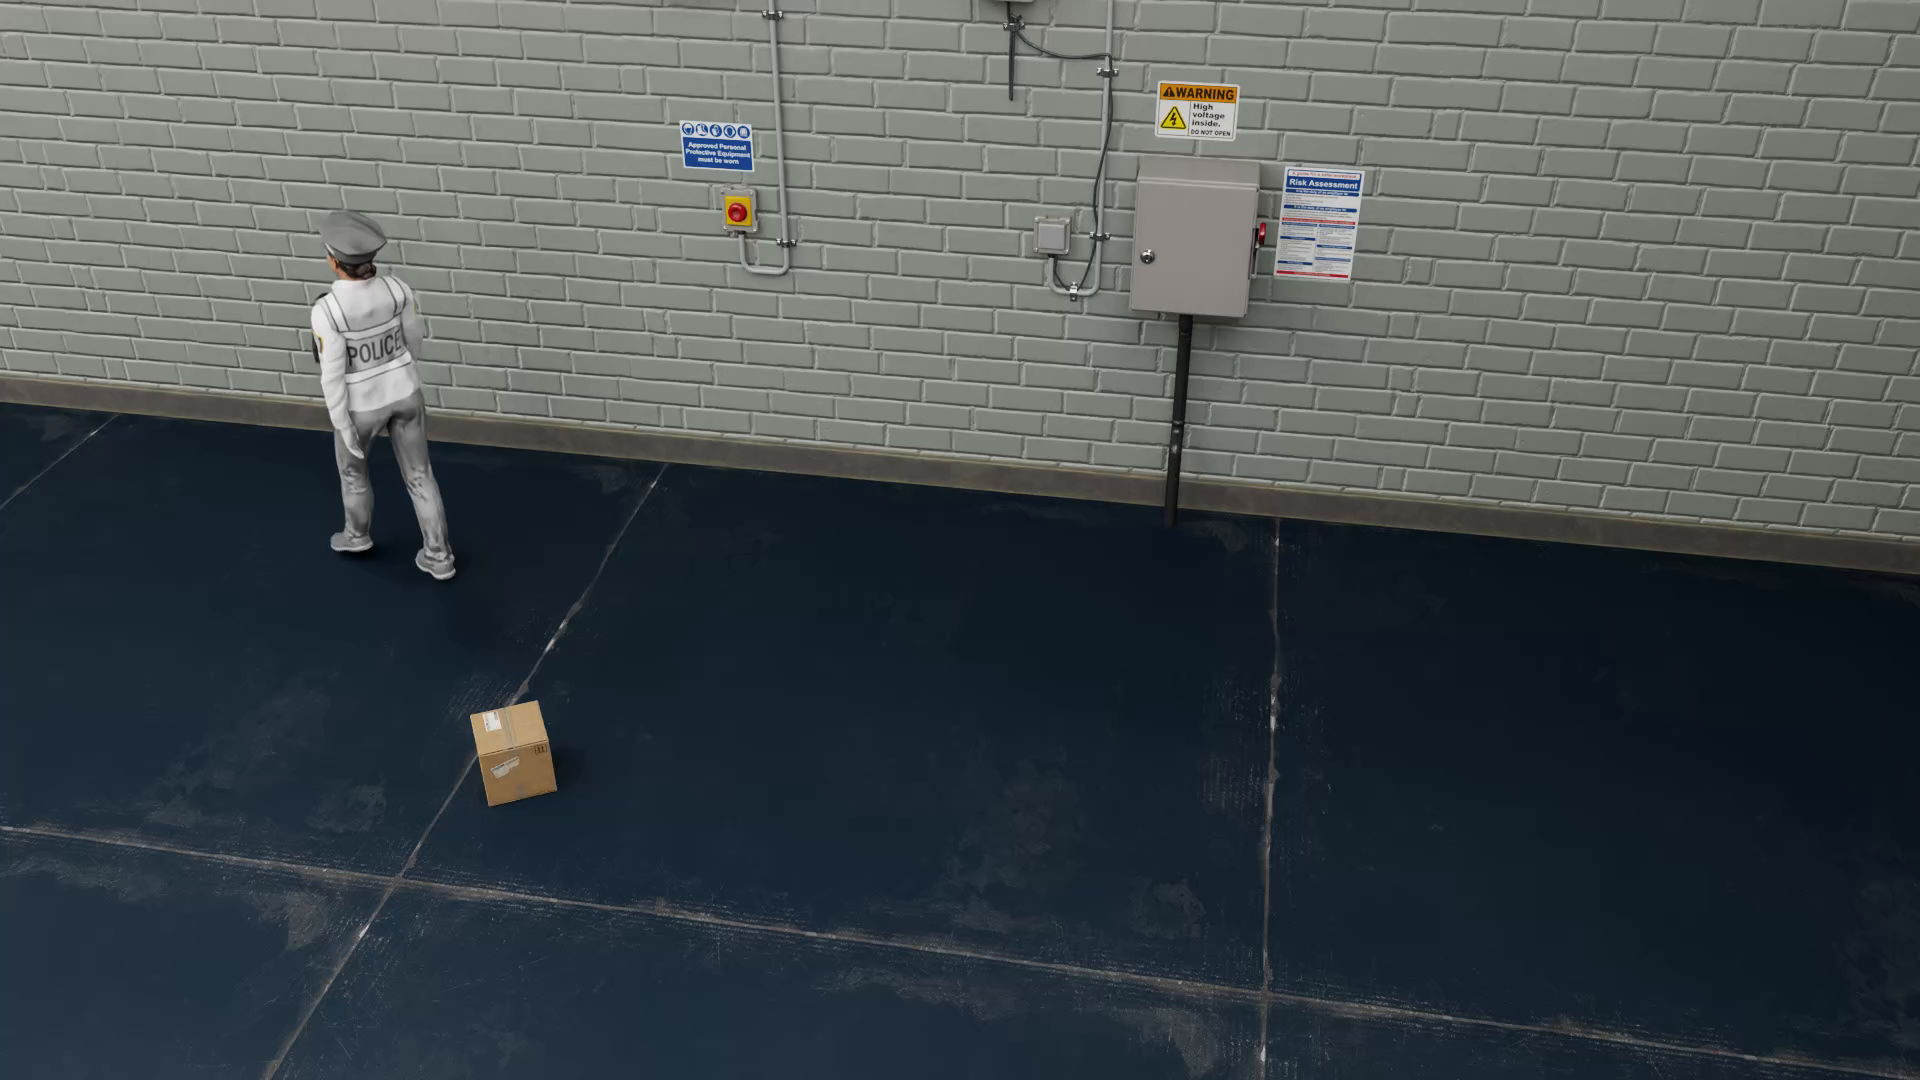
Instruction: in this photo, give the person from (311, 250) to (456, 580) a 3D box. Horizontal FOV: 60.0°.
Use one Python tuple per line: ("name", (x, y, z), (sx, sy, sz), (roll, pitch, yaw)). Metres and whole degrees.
("person", (-2.521, -0.612, 7.094), (0.498, 1.659, 0.709), (-24, 40, -33))
